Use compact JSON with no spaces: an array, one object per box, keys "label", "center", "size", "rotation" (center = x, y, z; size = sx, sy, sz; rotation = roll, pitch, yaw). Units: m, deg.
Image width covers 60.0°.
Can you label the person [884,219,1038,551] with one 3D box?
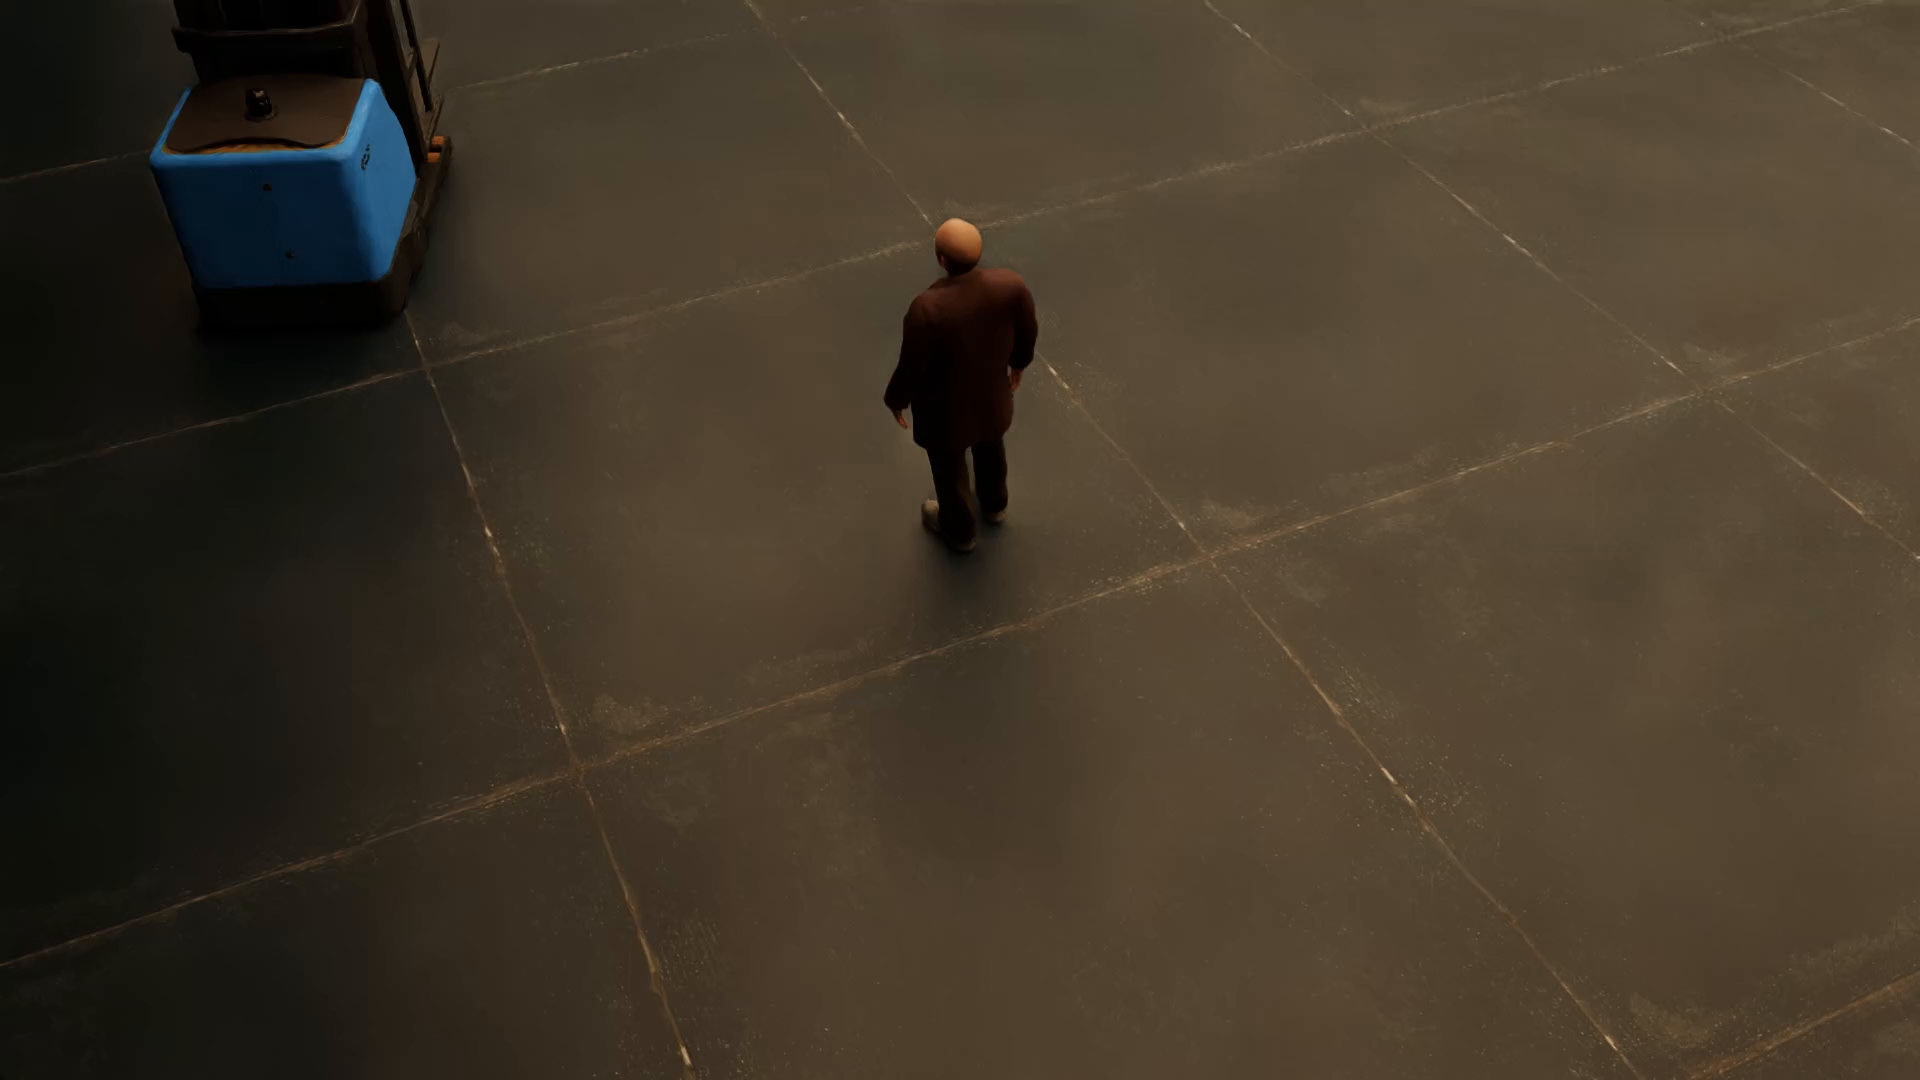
[{"label":"person","center":[-0.034,-0.713,7.279],"size":[0.694,1.776,0.580],"rotation":[-18,46,-18]}]

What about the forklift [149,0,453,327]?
[{"label":"forklift","center":[-3.691,-3.218,9.128],"size":[1.130,2.935,3.031],"rotation":[-3,43,-4]}]
